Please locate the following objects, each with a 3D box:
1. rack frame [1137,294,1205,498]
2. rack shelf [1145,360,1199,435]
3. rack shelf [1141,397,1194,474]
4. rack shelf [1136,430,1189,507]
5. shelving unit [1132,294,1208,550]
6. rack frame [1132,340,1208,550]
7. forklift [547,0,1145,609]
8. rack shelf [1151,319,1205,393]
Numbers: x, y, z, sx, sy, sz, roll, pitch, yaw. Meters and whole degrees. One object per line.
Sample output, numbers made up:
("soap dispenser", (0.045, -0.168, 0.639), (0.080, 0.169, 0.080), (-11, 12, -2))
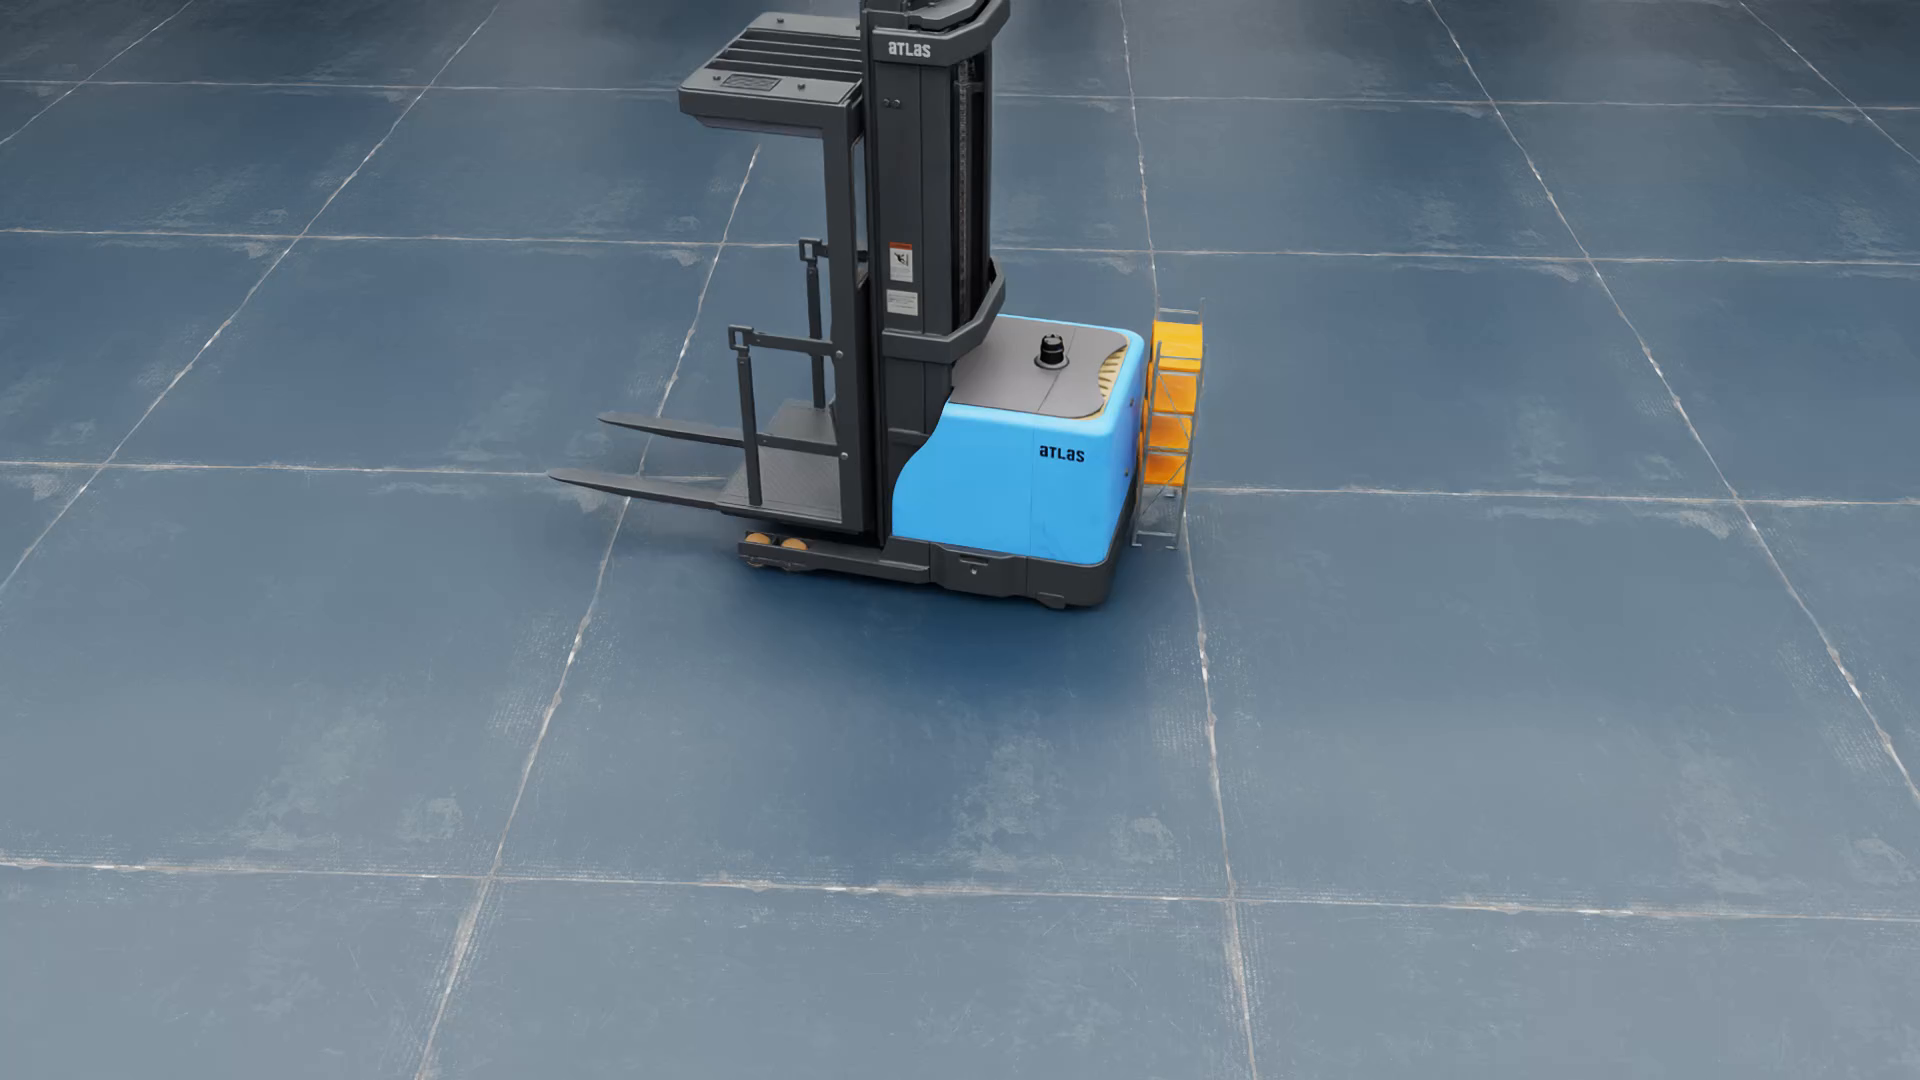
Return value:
("rack frame", (1.083, -0.732, 8.683), (0.240, 1.200, 0.015), (5, 35, 3))
("rack shelf", (1.067, -0.720, 8.394), (0.258, 0.148, 0.480), (5, 35, 3))
("rack shelf", (1.058, -0.537, 8.524), (0.258, 0.148, 0.480), (5, 35, 3))
("rack shelf", (1.049, -0.376, 8.638), (0.258, 0.148, 0.480), (5, 35, 3))
("shelving unit", (1.061, -0.592, 8.485), (0.258, 1.200, 0.503), (5, 35, 3))
("rack frame", (1.038, -0.452, 8.286), (0.240, 1.200, 0.015), (5, 35, 3))
("forklift", (-0.638, -1.320, 8.024), (3.031, 2.935, 1.130), (9, 36, 12))
("rack shelf", (1.078, -0.912, 8.258), (0.258, 0.148, 0.480), (5, 35, 3))
